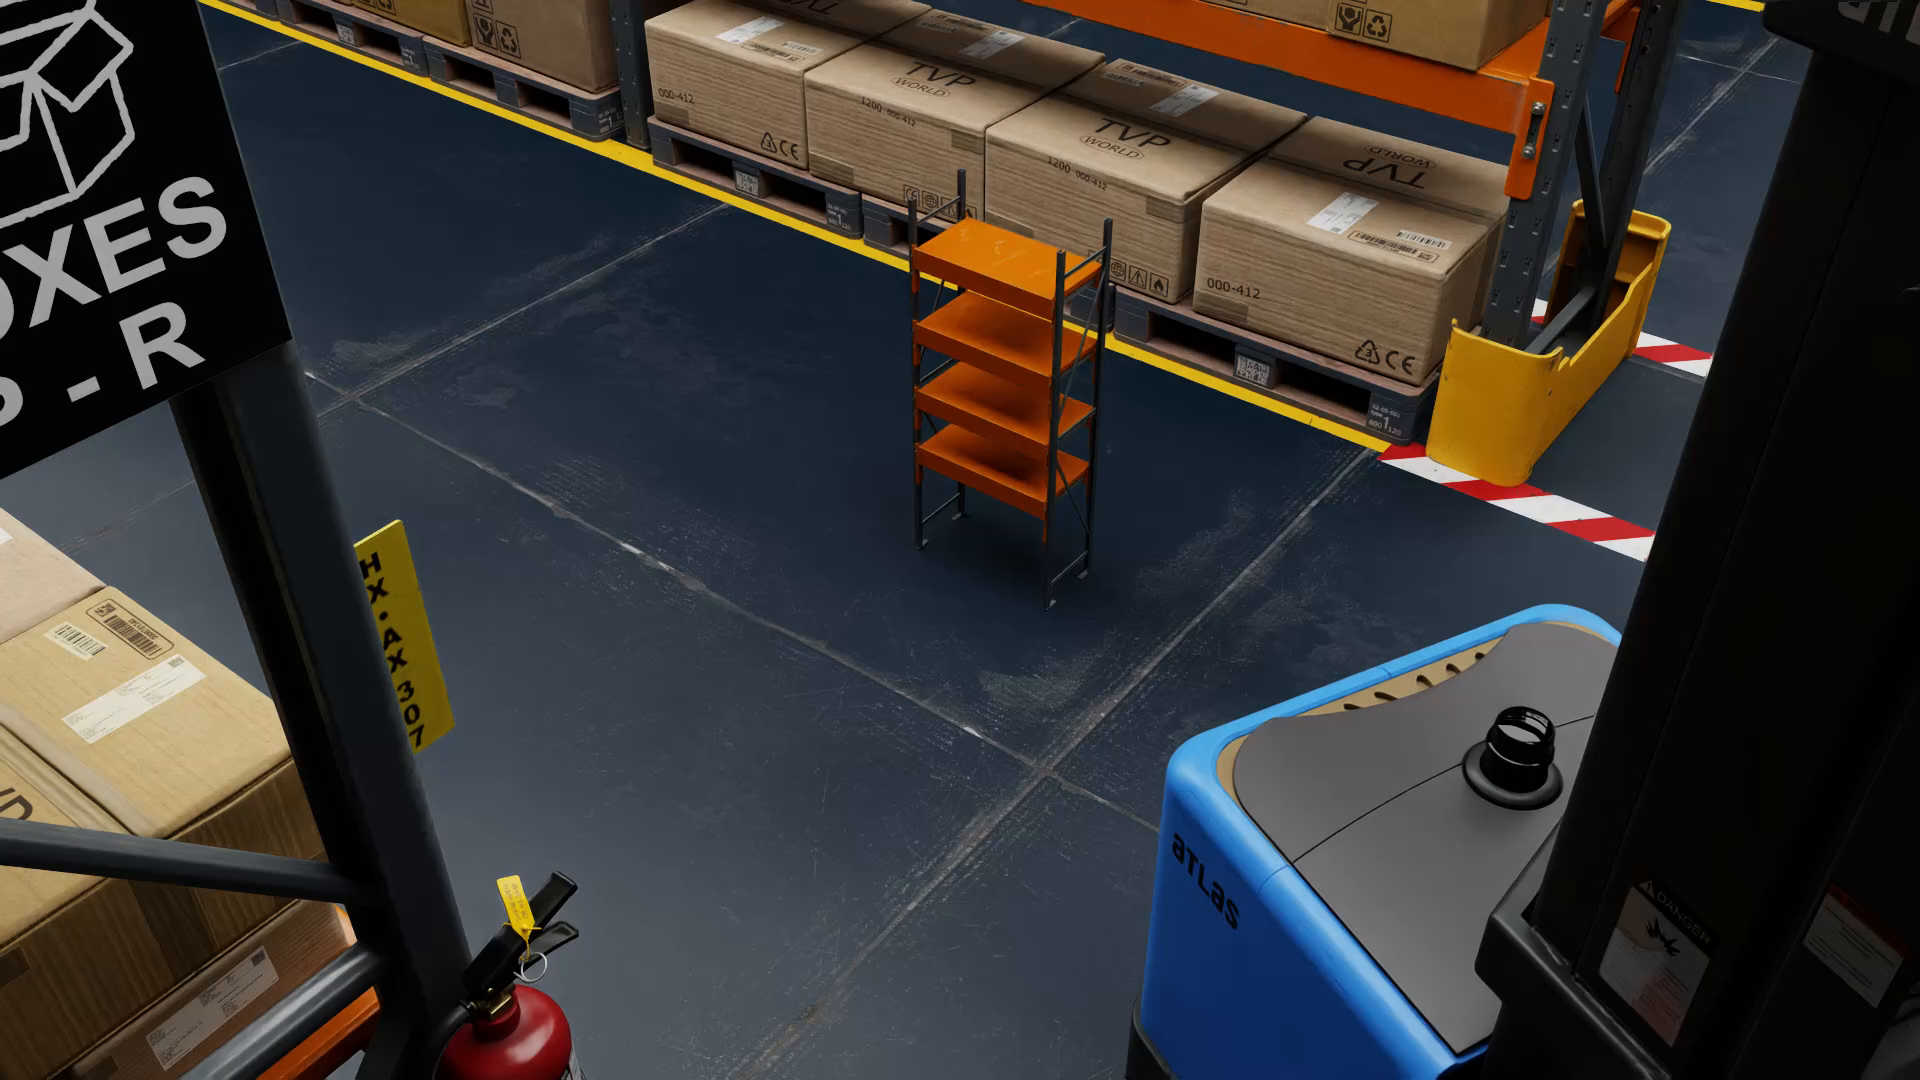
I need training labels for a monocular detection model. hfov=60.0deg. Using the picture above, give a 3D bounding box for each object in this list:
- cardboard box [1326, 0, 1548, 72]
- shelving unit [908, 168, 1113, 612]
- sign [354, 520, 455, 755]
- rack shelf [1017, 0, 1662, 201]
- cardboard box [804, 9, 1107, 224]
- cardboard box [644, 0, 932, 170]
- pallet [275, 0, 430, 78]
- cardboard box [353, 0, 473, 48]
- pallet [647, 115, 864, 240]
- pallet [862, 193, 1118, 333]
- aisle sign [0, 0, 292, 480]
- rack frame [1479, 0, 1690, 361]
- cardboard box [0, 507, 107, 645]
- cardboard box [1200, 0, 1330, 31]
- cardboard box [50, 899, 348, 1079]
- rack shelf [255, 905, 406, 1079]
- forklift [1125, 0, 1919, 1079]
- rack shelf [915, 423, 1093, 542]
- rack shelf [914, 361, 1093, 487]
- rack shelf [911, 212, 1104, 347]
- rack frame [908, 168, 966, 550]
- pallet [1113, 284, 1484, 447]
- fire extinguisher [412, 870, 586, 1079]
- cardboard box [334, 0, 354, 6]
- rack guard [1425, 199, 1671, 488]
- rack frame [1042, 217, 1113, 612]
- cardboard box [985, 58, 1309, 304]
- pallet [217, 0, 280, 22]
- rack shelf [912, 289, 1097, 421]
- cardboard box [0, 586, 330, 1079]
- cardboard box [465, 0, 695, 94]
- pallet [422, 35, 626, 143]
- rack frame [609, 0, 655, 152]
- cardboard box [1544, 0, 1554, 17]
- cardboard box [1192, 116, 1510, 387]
[{"bbox_3d":[1.476,-1.787,5.018,0.500,0.500,0.500,26,45,29],"label":"cardboard box"},{"bbox_3d":[0.132,-0.410,4.801,0.503,1.200,0.258,25,45,29],"label":"shelving unit"},{"bbox_3d":[-0.663,0.129,1.950,0.005,0.325,0.100,25,45,29],"label":"sign"},{"bbox_3d":[0.431,-2.162,6.162,4.000,0.370,1.077,25,45,29],"label":"rack shelf"},{"bbox_3d":[-0.013,-1.729,6.762,0.875,0.438,0.875,24,44,27],"label":"cardboard box"},{"bbox_3d":[-0.724,-2.064,7.190,0.875,0.438,0.875,25,44,28],"label":"cardboard box"},{"bbox_3d":[-2.789,-2.806,8.662,1.213,0.211,1.003,25,45,29],"label":"pallet"},{"bbox_3d":[-2.421,-3.051,8.097,0.875,0.875,0.875,27,45,30],"label":"cardboard box"},{"bbox_3d":[-0.601,-1.774,7.344,1.213,0.211,1.003,25,45,29],"label":"pallet"},{"bbox_3d":[0.372,-1.317,6.761,1.213,0.211,1.003,25,45,29],"label":"pallet"},{"bbox_3d":[-0.760,-0.407,1.227,0.004,0.787,0.394,25,45,29],"label":"aisle sign"},{"bbox_3d":[2.020,-1.697,4.984,0.127,3.000,1.000,25,45,29],"label":"rack frame"},{"bbox_3d":[-1.590,0.187,2.459,0.500,0.250,0.500,26,45,29],"label":"cardboard box"},{"bbox_3d":[1.086,-1.982,5.268,0.500,0.500,0.500,24,44,28],"label":"cardboard box"},{"bbox_3d":[-1.087,0.577,2.284,0.250,0.149,0.380,25,44,28],"label":"cardboard box"},{"bbox_3d":[-2.581,0.269,3.056,4.000,0.370,1.077,25,45,29],"label":"rack shelf"},{"bbox_3d":[1.476,0.743,1.923,1.130,2.935,3.031,-17,41,-21],"label":"forklift"},{"bbox_3d":[0.132,-0.201,4.965,0.480,0.148,0.258,25,45,29],"label":"rack shelf"},{"bbox_3d":[0.132,-0.357,4.842,0.480,0.148,0.258,25,45,29],"label":"rack shelf"},{"bbox_3d":[0.132,-0.720,4.559,0.480,0.148,0.258,25,45,29],"label":"rack shelf"},{"bbox_3d":[-0.062,-0.502,4.918,0.015,1.200,0.240,25,45,29],"label":"rack frame"},{"bbox_3d":[1.337,-0.860,6.177,1.213,0.211,1.003,25,45,29],"label":"pallet"},{"bbox_3d":[-0.595,0.741,2.235,0.183,0.674,0.296,25,45,29],"label":"fire extinguisher"},{"bbox_3d":[-3.131,-3.386,8.525,0.875,0.875,0.875,26,45,29],"label":"cardboard box"},{"bbox_3d":[2.039,-0.703,5.743,0.348,0.500,1.175,25,45,29],"label":"rack guard"},{"bbox_3d":[0.325,-0.319,4.684,0.015,1.200,0.240,25,45,29],"label":"rack frame"},{"bbox_3d":[0.703,-1.390,6.330,0.875,0.438,0.875,27,45,30],"label":"cardboard box"},{"bbox_3d":[-3.754,-3.263,9.246,1.213,0.211,1.003,25,45,29],"label":"pallet"},{"bbox_3d":[0.132,-0.534,4.705,0.480,0.148,0.258,25,45,29],"label":"rack shelf"},{"bbox_3d":[-1.190,0.375,2.218,0.500,0.250,0.500,25,45,29],"label":"cardboard box"},{"bbox_3d":[-1.699,-2.717,7.669,0.875,0.875,0.875,27,45,30],"label":"cardboard box"},{"bbox_3d":[-1.816,-2.349,8.079,1.213,0.211,1.003,25,45,29],"label":"pallet"},{"bbox_3d":[-1.157,-3.195,6.897,0.127,3.000,1.000,25,45,29],"label":"rack frame"},{"bbox_3d":[1.813,-2.056,5.362,0.500,0.500,0.500,25,44,28],"label":"cardboard box"},{"bbox_3d":[1.435,-1.051,5.897,0.875,0.438,0.875,24,44,27],"label":"cardboard box"}]
